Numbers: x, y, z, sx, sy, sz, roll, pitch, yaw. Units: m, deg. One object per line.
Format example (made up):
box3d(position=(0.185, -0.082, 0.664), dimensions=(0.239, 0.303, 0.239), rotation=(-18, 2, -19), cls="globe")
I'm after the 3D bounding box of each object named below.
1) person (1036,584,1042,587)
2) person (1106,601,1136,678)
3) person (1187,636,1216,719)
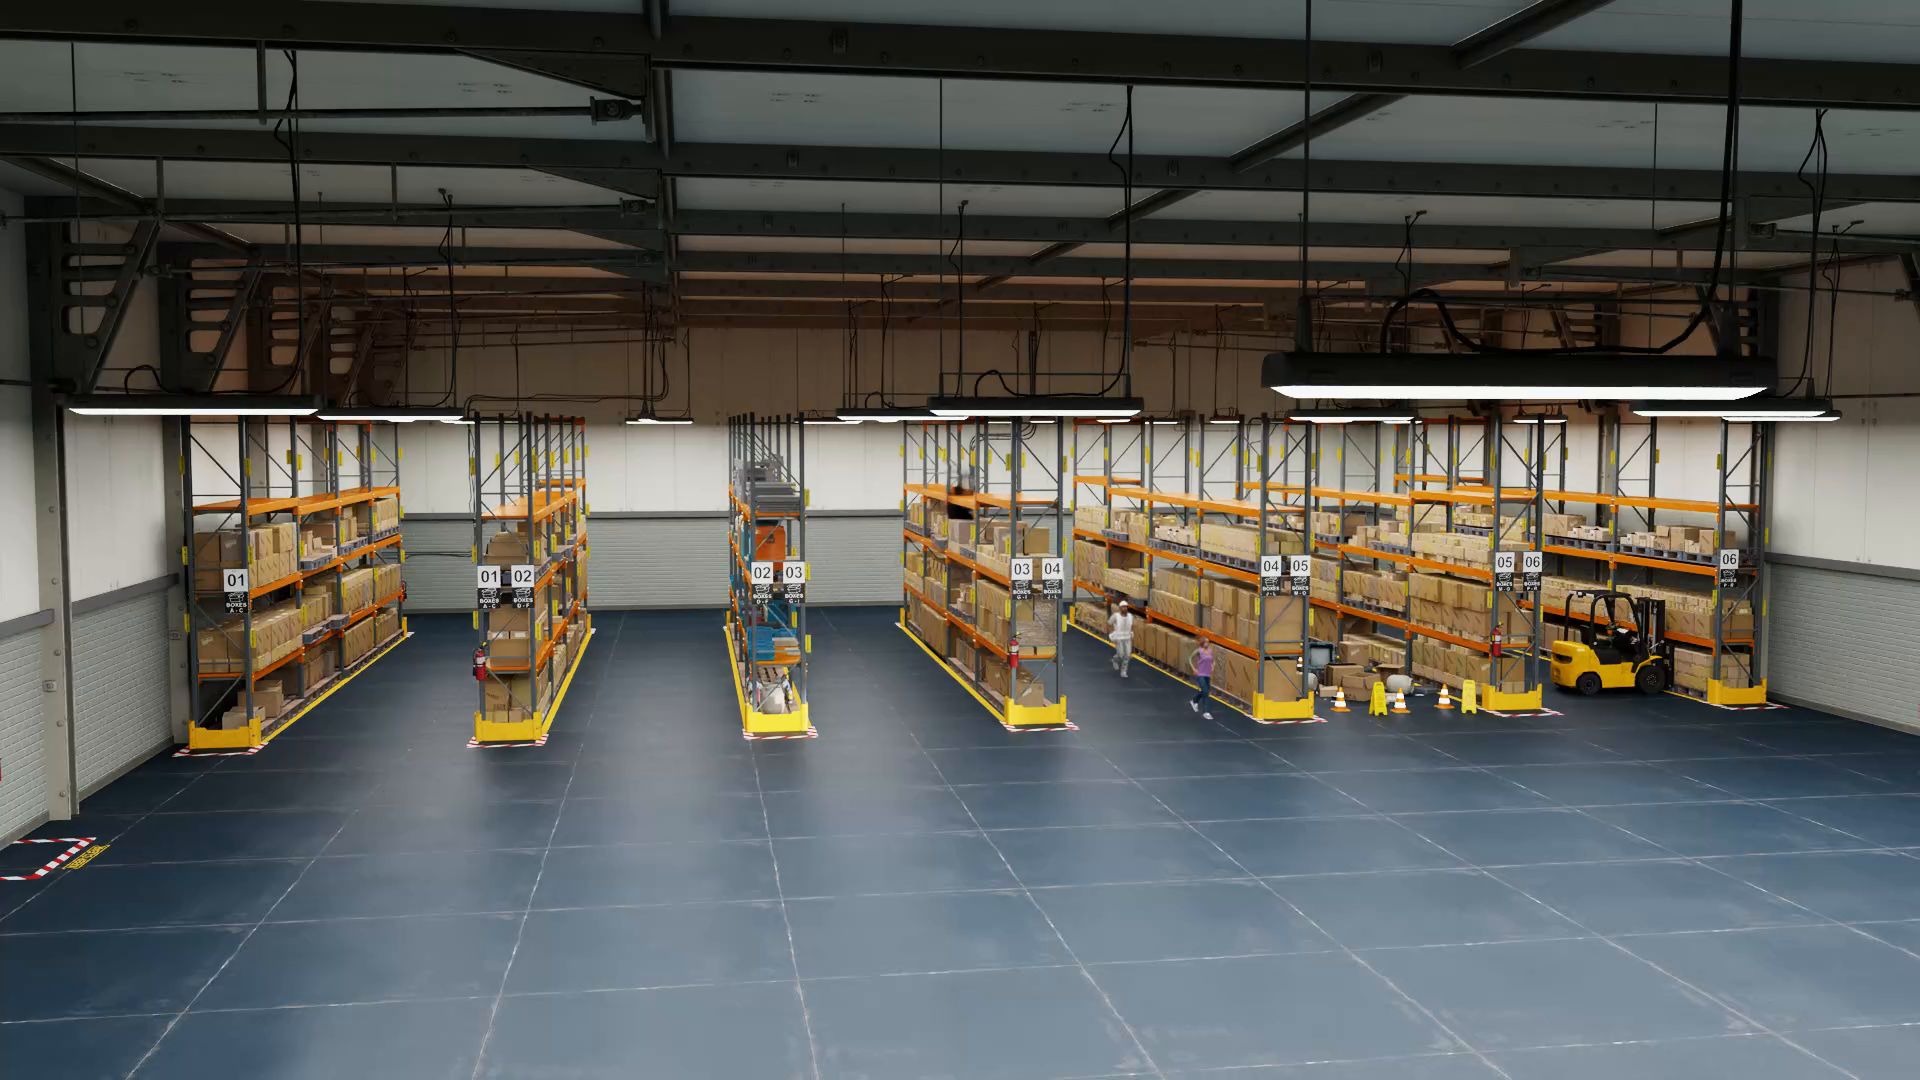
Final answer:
box3d(position=(2.406, 1.533, 49.325), dimensions=(0.856, 1.681, 0.821), rotation=(4, 5, 45), cls="person")
box3d(position=(3.730, 2.271, 38.164), dimensions=(0.705, 1.743, 0.575), rotation=(-1, 4, -15), cls="person")
box3d(position=(4.789, 2.700, 32.866), dimensions=(0.559, 1.584, 0.783), rotation=(-2, 4, -30), cls="person")
